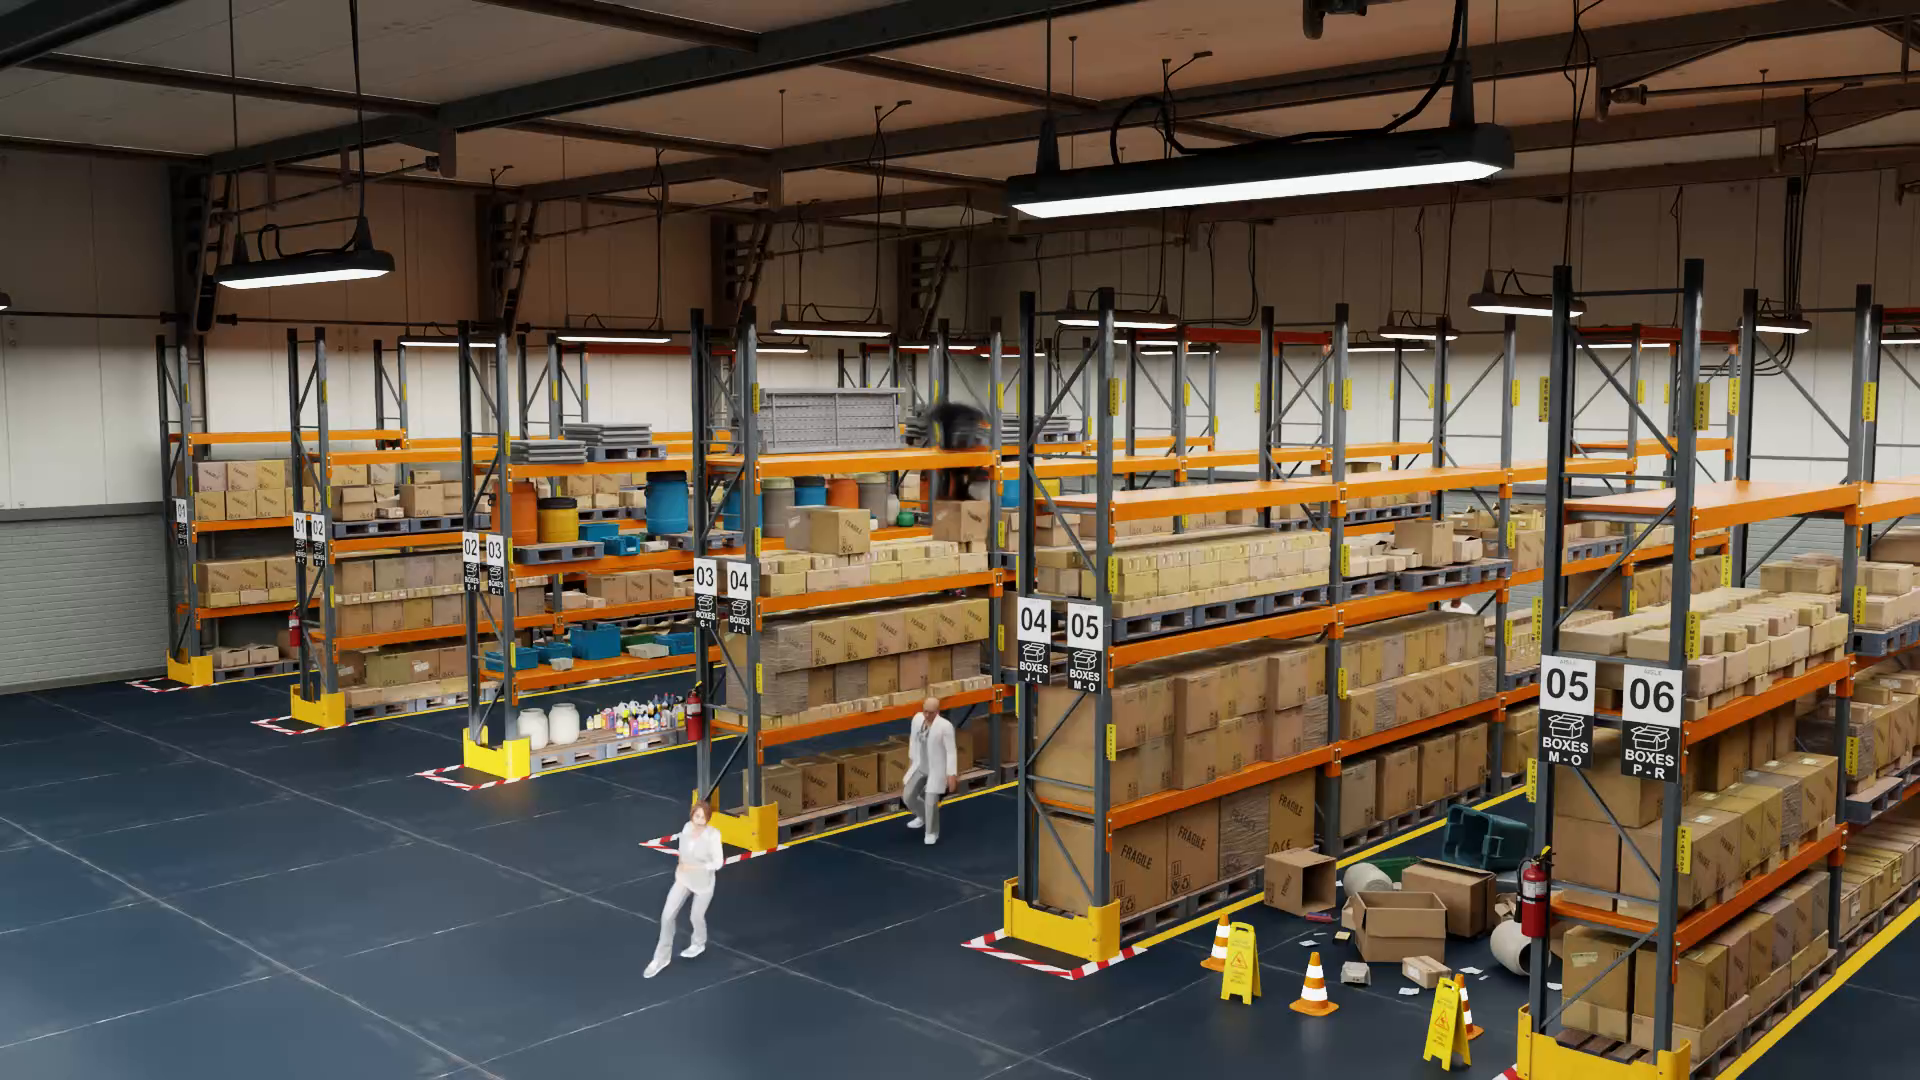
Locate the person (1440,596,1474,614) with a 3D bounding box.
[{"bbox_3d":[8.338,1.643,28.125,0.686,1.721,0.641,4,7,36],"label":"person"}]

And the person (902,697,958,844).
[{"bbox_3d":[-0.318,2.558,18.655,0.845,1.699,0.615,3,6,31],"label":"person"}]

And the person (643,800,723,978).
[{"bbox_3d":[-2.348,3.012,14.604,0.689,1.552,0.695,1,6,15],"label":"person"}]
